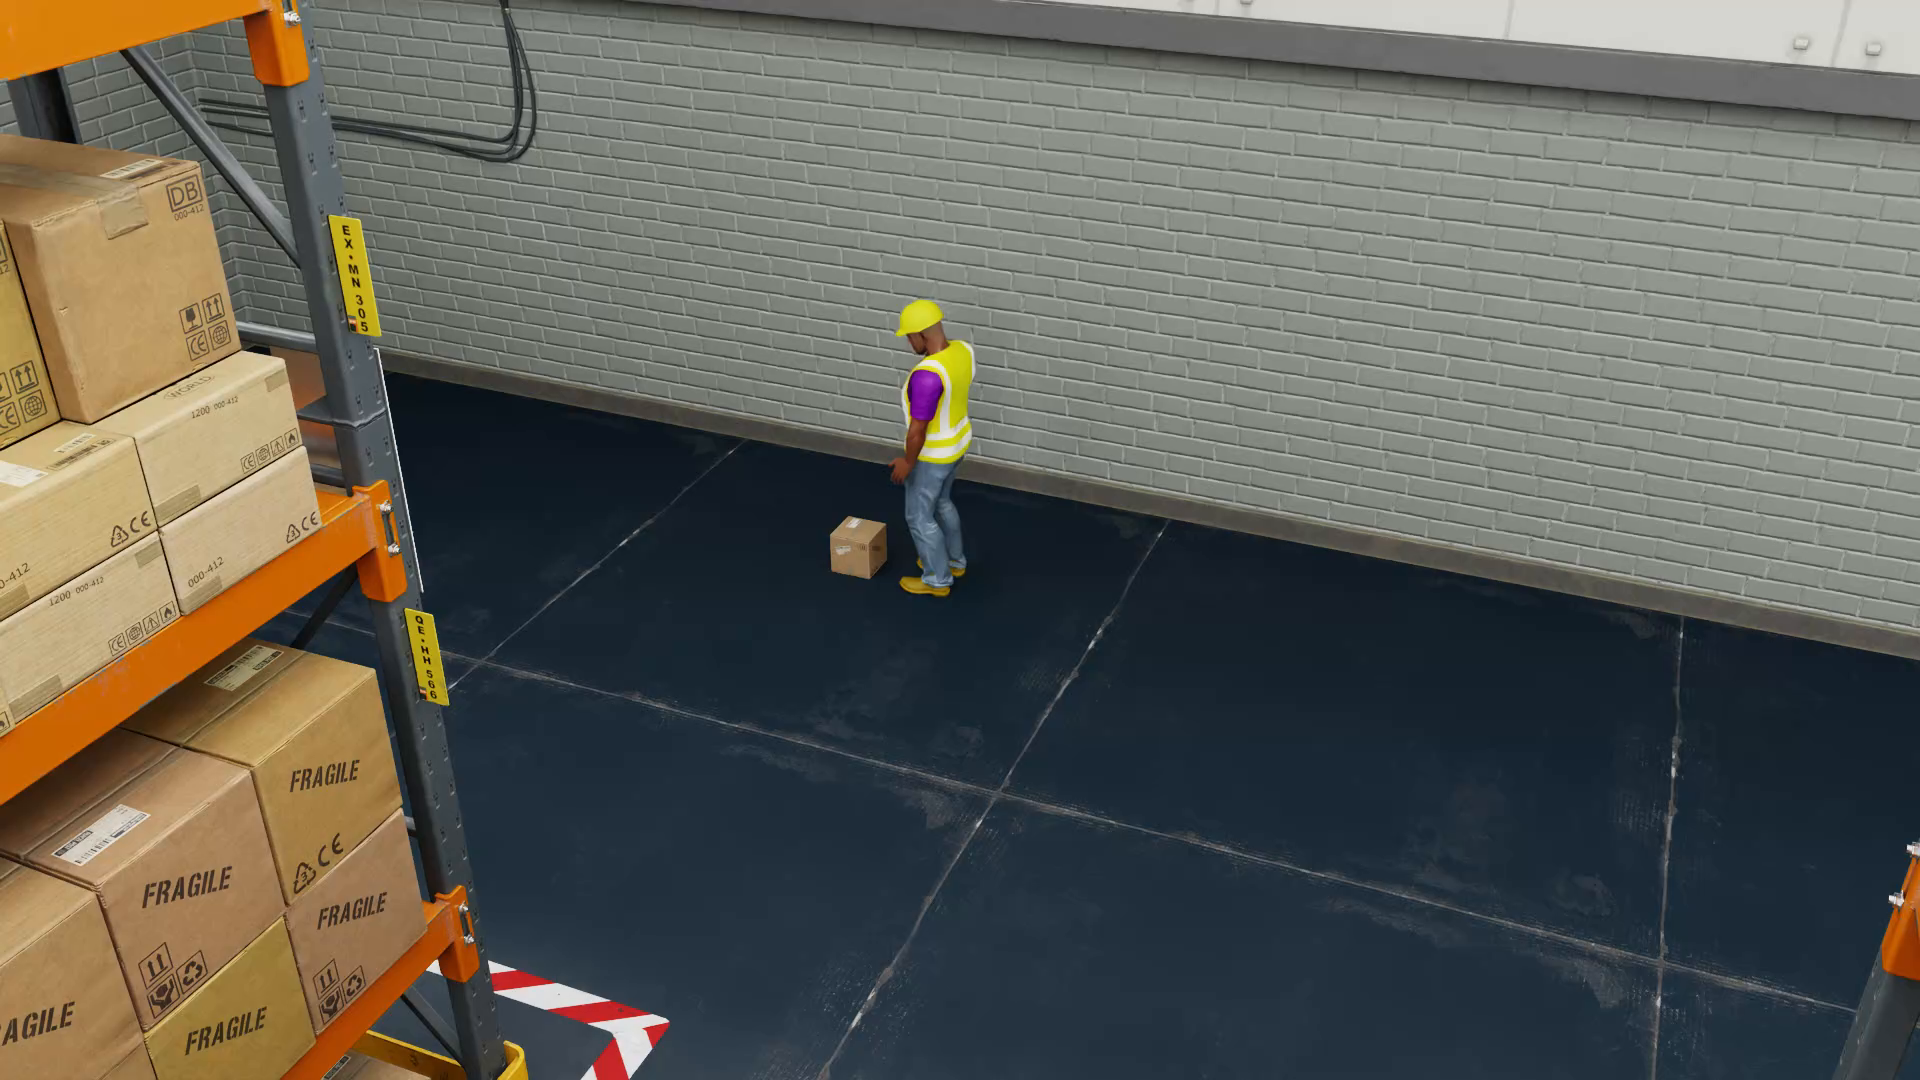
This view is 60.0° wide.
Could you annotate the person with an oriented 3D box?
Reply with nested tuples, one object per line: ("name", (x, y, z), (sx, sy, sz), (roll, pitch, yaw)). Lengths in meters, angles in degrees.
("person", (-0.158, -0.508, 9.293), (0.390, 1.749, 0.575), (12, 32, 20))
